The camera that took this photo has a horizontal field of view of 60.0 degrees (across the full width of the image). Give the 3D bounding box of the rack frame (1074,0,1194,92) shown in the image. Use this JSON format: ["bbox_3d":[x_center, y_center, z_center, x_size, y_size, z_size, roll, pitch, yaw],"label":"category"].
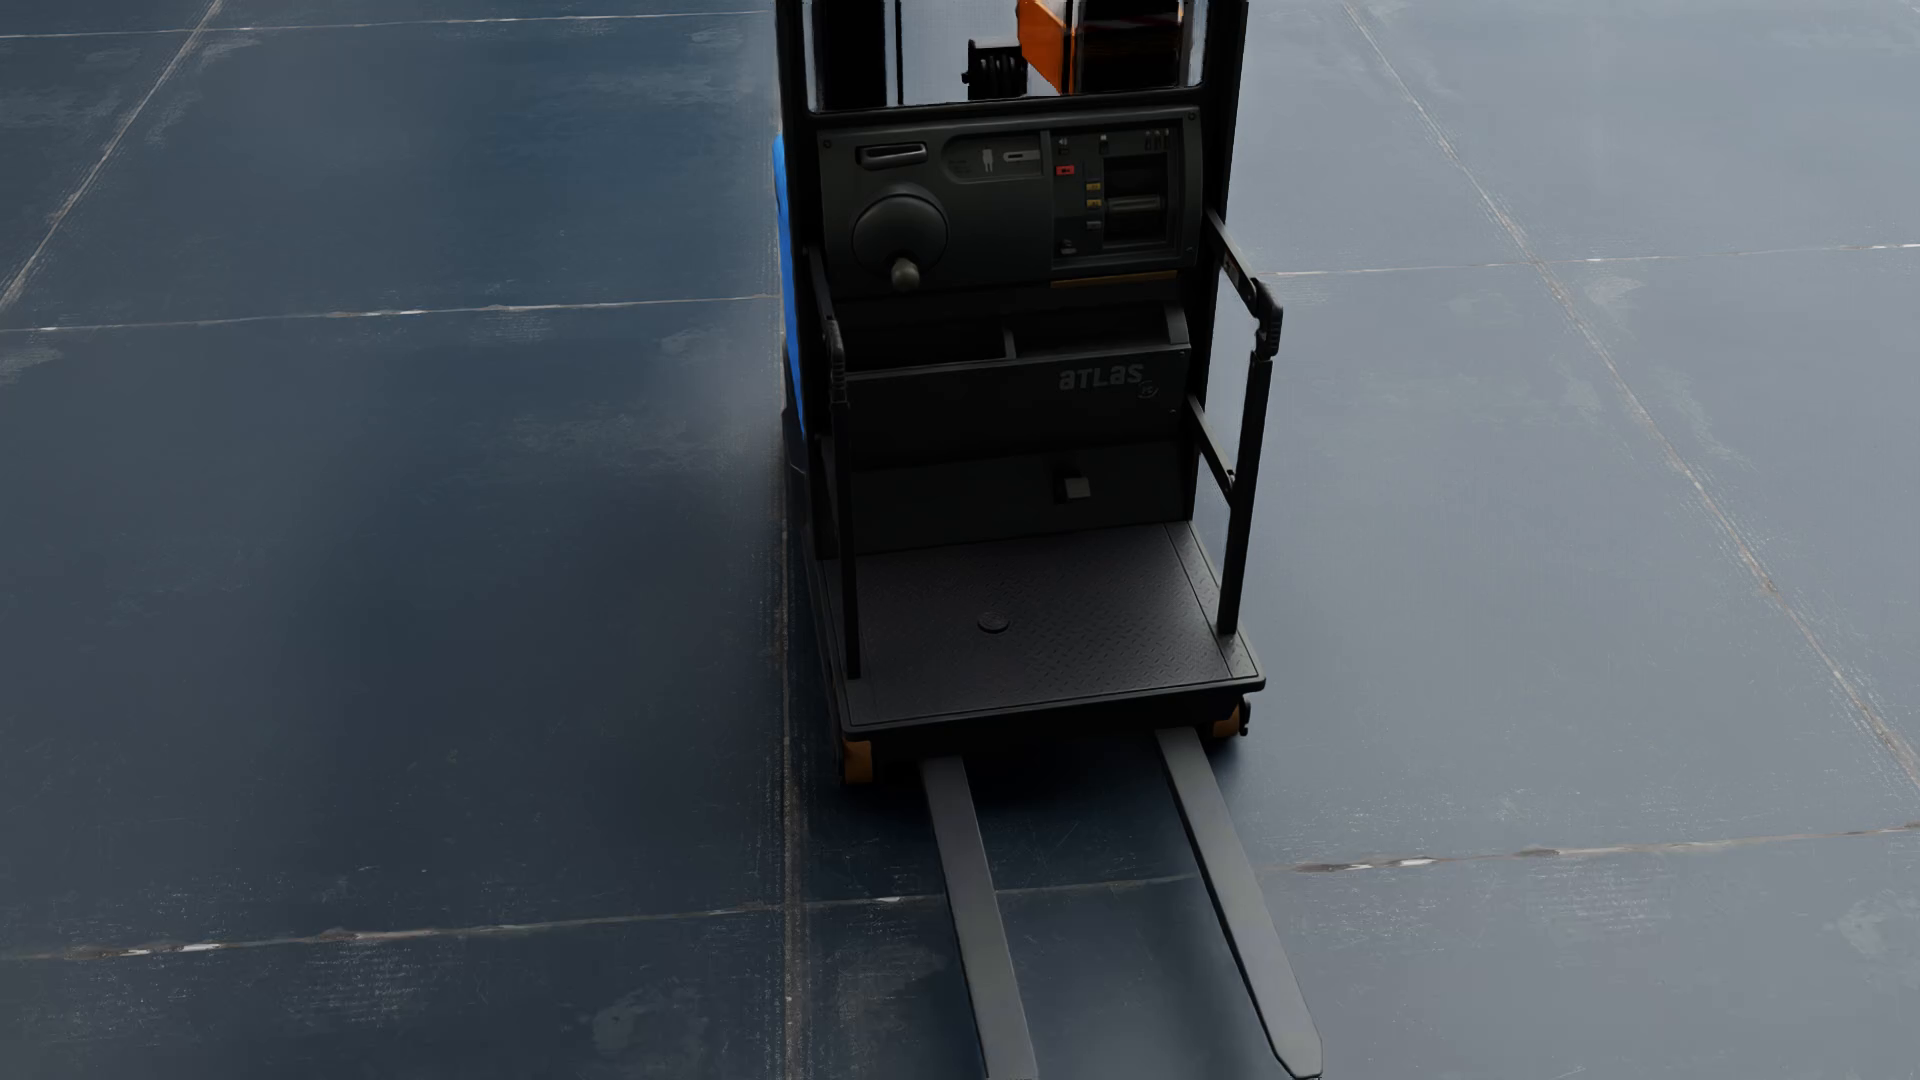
[{"bbox_3d":[0.552,-1.448,5.390,0.400,2.100,0.015,-13,40,-16],"label":"rack frame"}]

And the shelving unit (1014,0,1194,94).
[{"bbox_3d":[0.467,-1.590,5.569,0.431,2.100,0.503,-13,40,-16],"label":"shelving unit"}]

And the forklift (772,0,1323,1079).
[{"bbox_3d":[0.167,-0.746,3.829,1.130,2.935,3.031,-6,39,-8],"label":"forklift"}]

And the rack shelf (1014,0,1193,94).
[{"bbox_3d":[0.467,-1.579,5.578,0.431,0.518,0.480,-13,40,-16],"label":"rack shelf"}]
